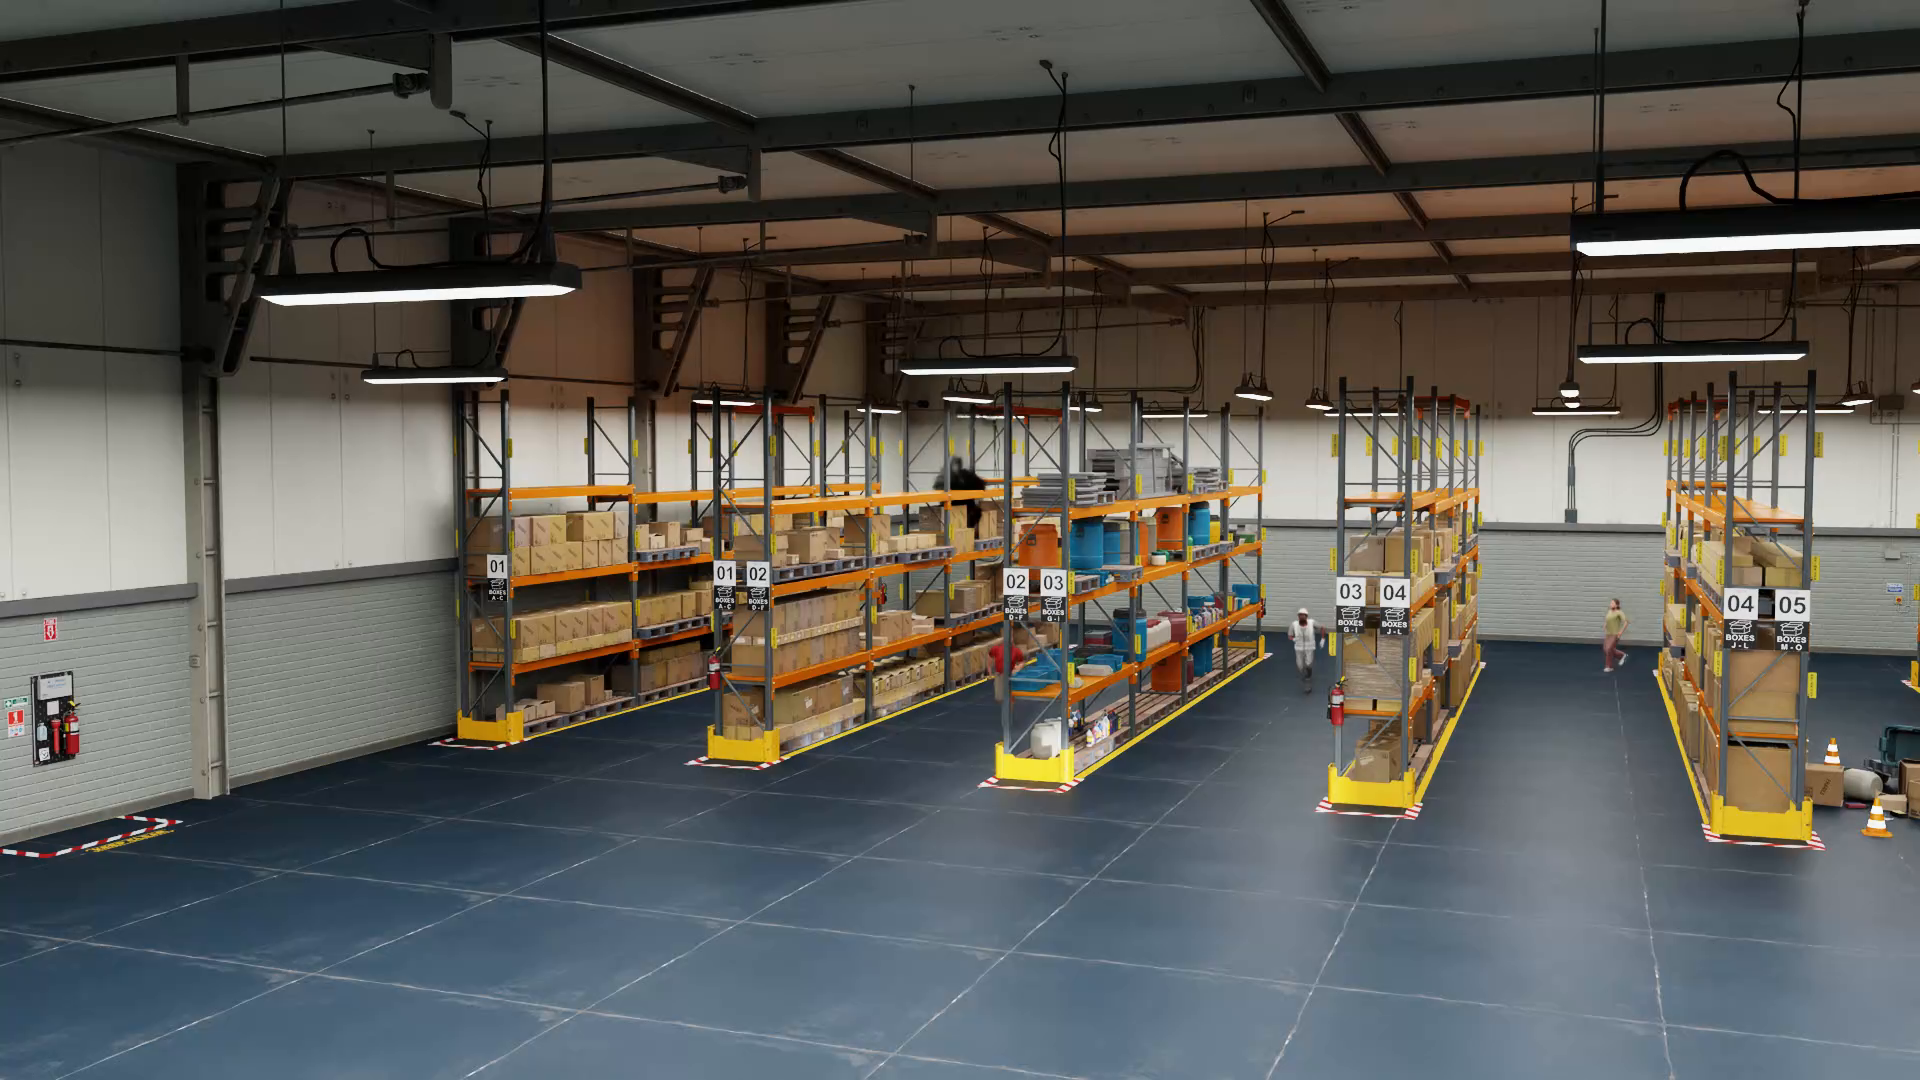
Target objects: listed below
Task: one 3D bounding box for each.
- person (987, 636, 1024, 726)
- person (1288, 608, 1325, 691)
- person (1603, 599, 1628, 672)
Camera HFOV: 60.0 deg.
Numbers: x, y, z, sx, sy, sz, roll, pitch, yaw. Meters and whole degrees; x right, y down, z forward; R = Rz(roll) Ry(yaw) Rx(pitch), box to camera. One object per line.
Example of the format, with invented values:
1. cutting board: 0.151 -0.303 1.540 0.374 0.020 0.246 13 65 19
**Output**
1. person: 0.824 2.525 30.204 0.702 1.679 0.705 1 3 10
2. person: 7.056 2.252 33.955 0.726 1.723 0.728 1 3 18
3. person: 14.747 2.135 37.432 0.641 1.642 0.612 -1 3 -18
